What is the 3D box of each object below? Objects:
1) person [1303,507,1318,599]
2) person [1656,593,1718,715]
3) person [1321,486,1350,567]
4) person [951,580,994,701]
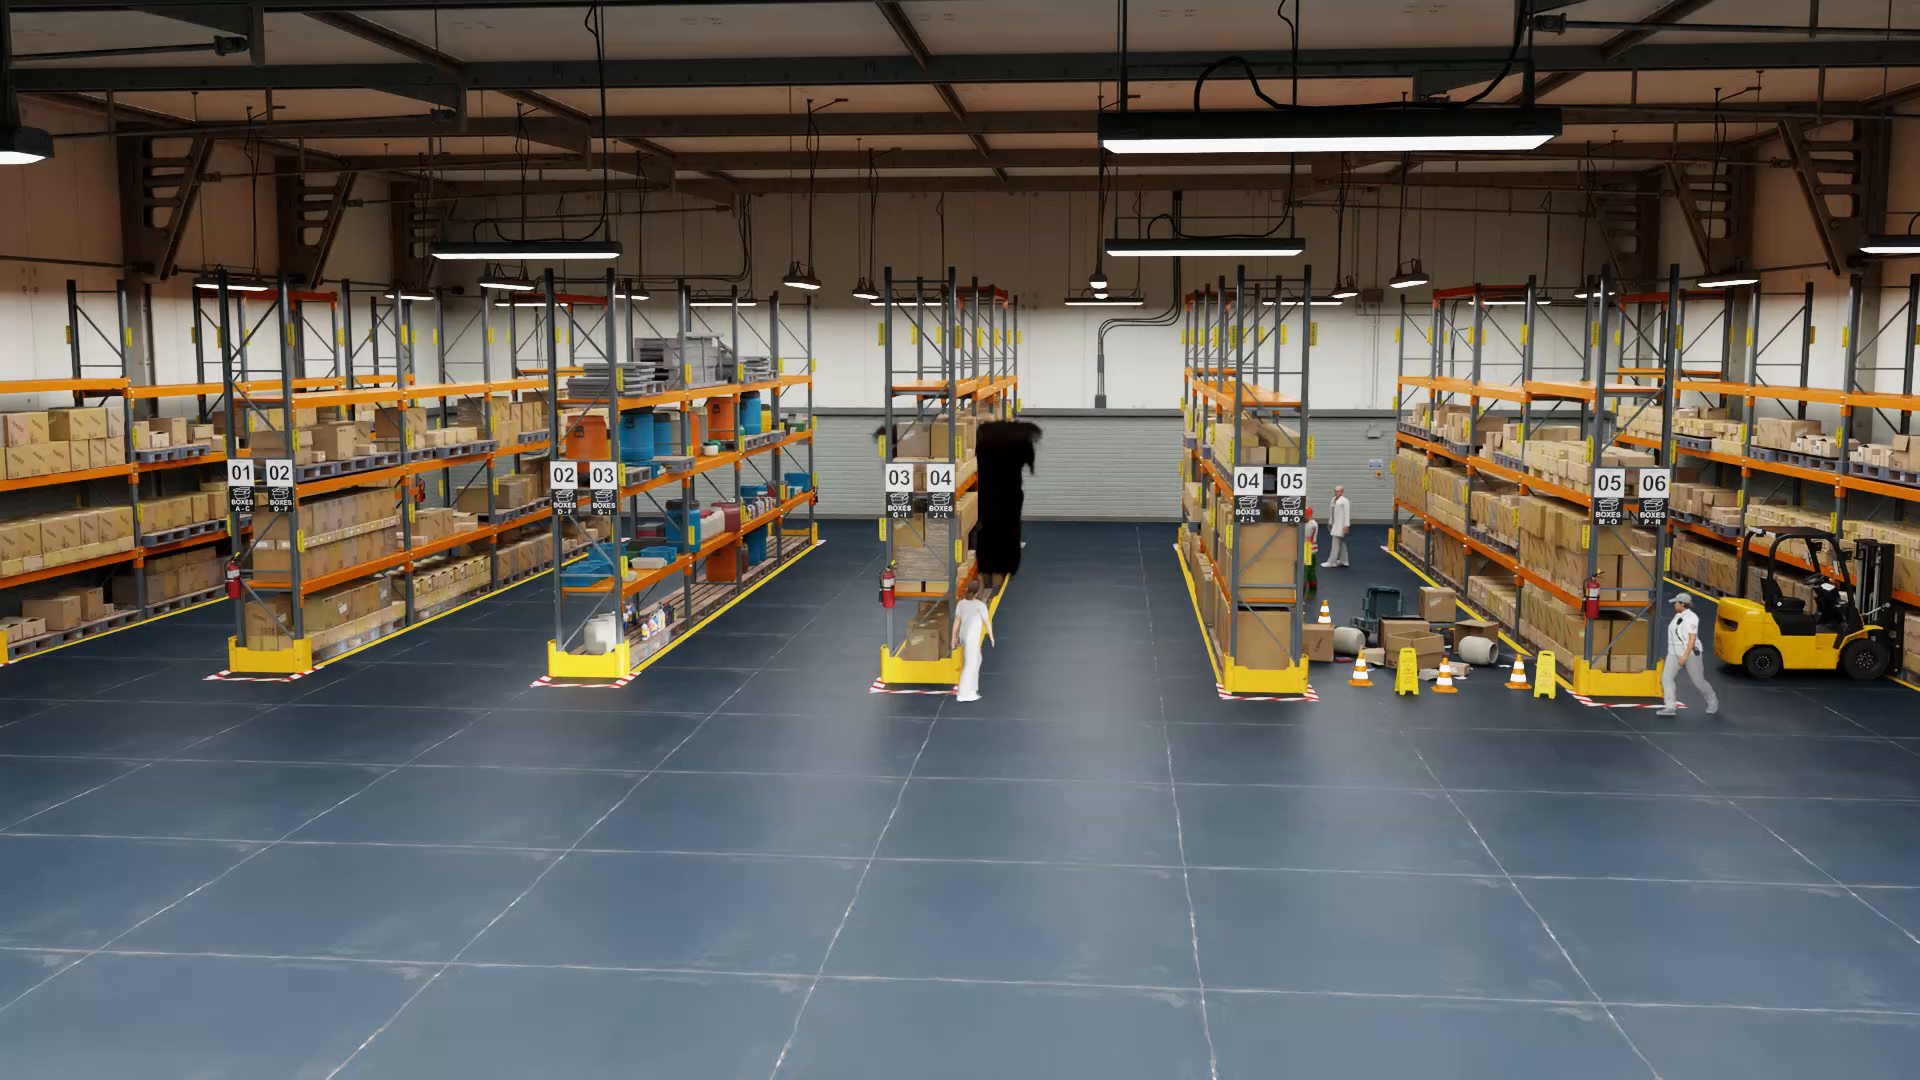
[{"bbox_3d":[6.614,0.258,31.850,0.442,1.793,0.597,4,8,33],"label":"person"},{"bbox_3d":[9.675,1.518,22.103,0.906,1.629,0.476,-3,8,-26],"label":"person"},{"bbox_3d":[8.233,-0.309,36.542,0.679,1.772,0.618,0,7,0],"label":"person"},{"bbox_3d":[0.187,1.406,22.955,0.560,1.714,0.412,-4,8,-30],"label":"person"}]
